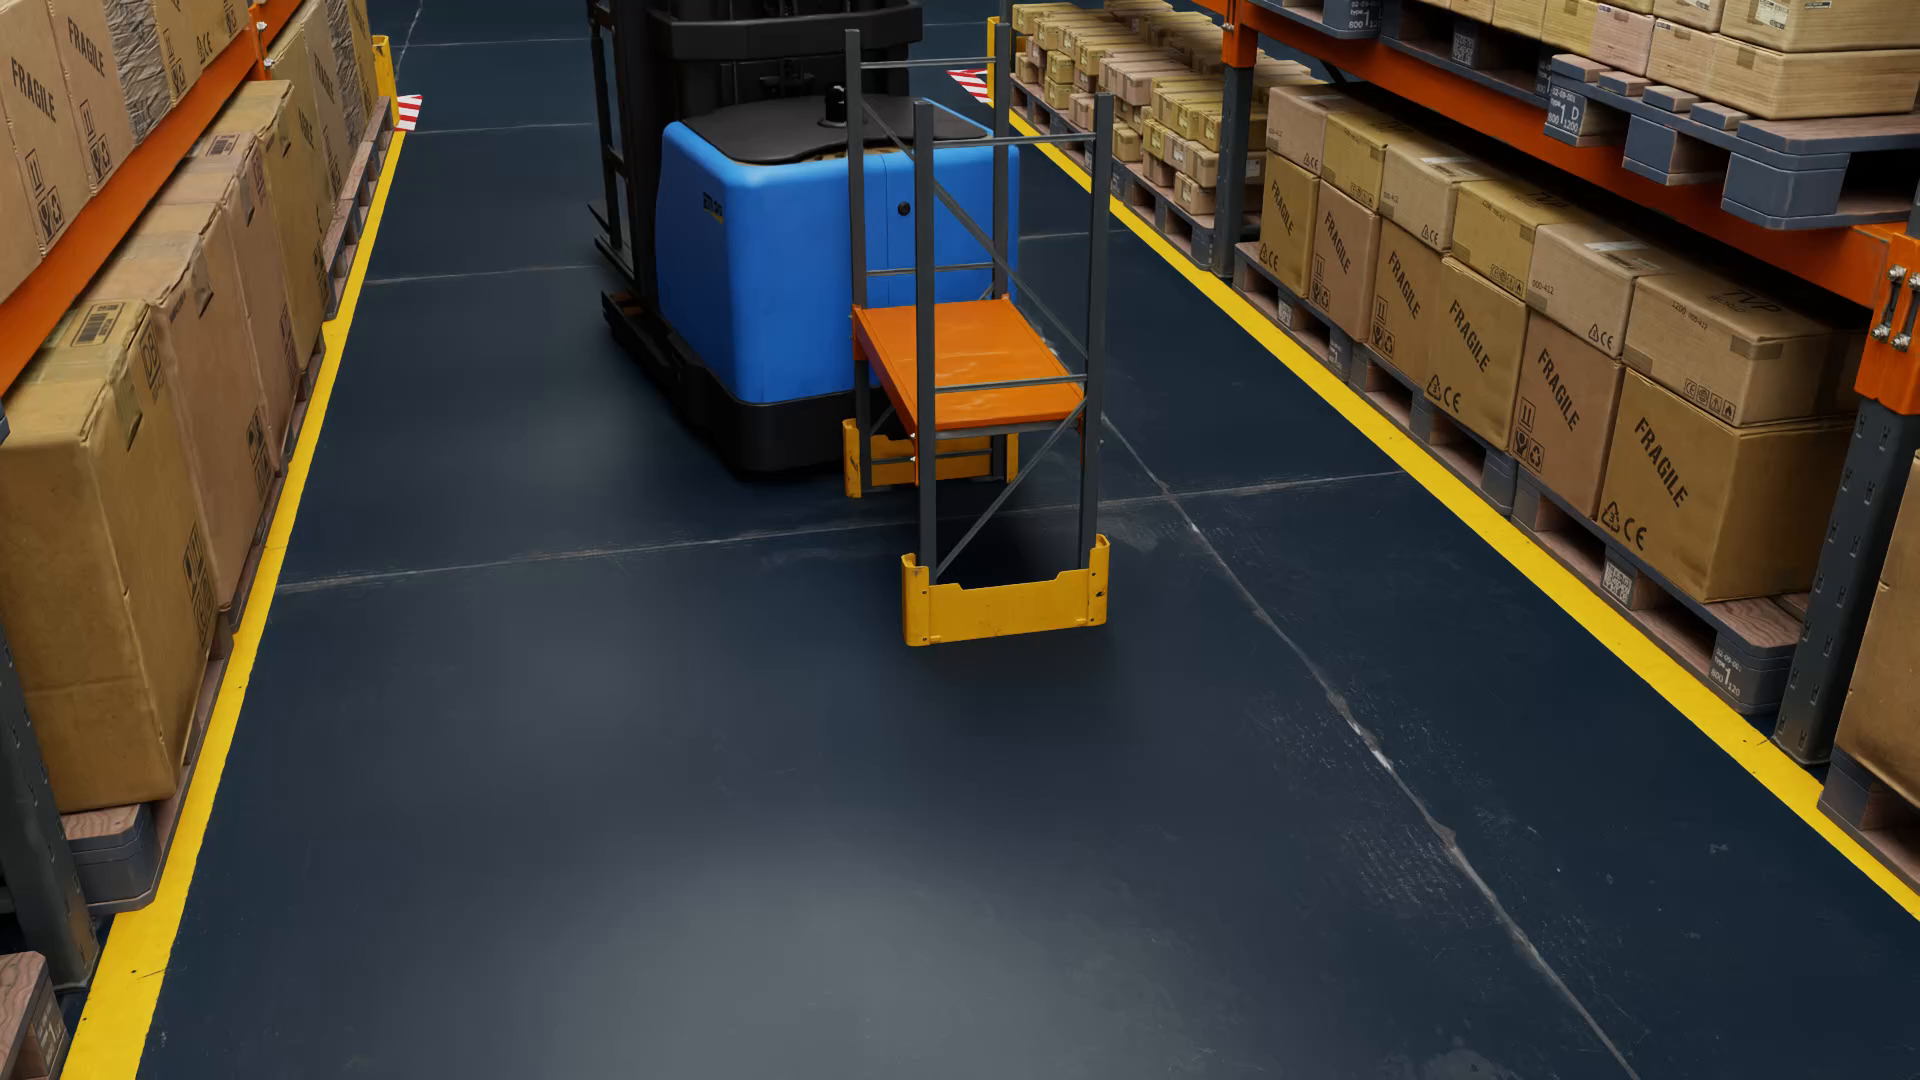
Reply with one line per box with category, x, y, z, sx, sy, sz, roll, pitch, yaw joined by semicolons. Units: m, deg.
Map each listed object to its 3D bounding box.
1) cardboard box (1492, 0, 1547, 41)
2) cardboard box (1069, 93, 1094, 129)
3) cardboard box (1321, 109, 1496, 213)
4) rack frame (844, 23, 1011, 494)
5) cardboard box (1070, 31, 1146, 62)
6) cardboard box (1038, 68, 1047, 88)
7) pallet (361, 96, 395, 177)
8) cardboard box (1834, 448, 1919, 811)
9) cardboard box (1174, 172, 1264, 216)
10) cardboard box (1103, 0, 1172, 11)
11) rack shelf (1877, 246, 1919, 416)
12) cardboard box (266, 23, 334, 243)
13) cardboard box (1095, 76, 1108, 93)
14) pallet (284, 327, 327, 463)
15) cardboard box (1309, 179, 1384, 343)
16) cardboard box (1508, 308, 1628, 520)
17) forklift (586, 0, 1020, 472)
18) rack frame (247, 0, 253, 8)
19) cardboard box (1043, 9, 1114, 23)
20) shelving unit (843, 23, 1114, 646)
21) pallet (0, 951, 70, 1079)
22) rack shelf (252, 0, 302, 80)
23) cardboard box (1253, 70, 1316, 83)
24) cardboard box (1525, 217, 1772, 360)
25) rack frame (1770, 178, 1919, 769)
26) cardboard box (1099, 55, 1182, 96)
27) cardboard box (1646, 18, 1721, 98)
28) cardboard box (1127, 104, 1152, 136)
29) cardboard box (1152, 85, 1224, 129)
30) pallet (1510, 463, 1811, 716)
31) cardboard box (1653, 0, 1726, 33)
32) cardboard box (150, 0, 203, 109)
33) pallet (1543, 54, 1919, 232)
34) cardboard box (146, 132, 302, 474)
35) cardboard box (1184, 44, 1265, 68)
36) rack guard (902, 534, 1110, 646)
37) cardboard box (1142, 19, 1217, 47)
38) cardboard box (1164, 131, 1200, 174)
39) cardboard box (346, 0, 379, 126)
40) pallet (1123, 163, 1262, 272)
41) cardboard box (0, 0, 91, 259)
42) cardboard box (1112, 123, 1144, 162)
cardboard box;1.776;-1.544;4.793;0.380;0.149;0.250;-7;28;-14
cardboard box;0.840;-2.454;9.482;0.380;0.149;0.250;-7;28;-14
cardboard box;1.693;-1.427;6.223;0.500;0.250;0.500;-5;27;-10
rack frame;-0.095;-0.855;5.280;0.500;1.500;0.032;-6;27;-12
cardboard box;0.848;-2.821;9.548;0.380;0.149;0.250;-5;27;-10
cardboard box;0.705;-2.907;10.378;0.380;0.149;0.250;-6;27;-12
pallet;-3.839;-2.314;9.600;1.003;0.211;1.213;-6;27;-12
cardboard box;2.612;0.244;3.468;1.050;0.750;0.750;-6;27;-12
cardboard box;1.241;-1.657;7.902;0.380;0.149;0.250;-6;27;-11
cardboard box;1.126;-3.335;10.565;0.380;0.149;0.250;-6;27;-11
rack shelf;3.013;0.350;2.026;1.077;0.370;4.000;-6;27;-12
cardboard box;-3.265;-1.683;7.146;0.875;0.875;0.875;-6;27;-12
cardboard box;0.982;-2.583;9.406;0.380;0.149;0.250;-5;27;-9
pallet;-2.947;-0.570;6.145;1.003;0.211;1.213;-6;27;-12
cardboard box;1.690;-1.093;6.395;0.500;0.500;0.500;-5;27;-9
cardboard box;2.046;-0.411;5.044;0.500;0.500;0.500;-5;27;-10
forklift;-0.852;-2.174;6.305;1.130;2.935;3.031;-11;29;-22
rack frame;-3.194;-2.146;6.172;1.000;3.000;0.127;-6;27;-12
cardboard box;0.726;-3.168;10.235;0.380;0.149;0.250;-5;27;-11
shelving unit;0.017;-0.636;4.846;0.587;1.500;1.083;-6;27;-12
pallet;-2.118;1.198;2.641;1.003;0.211;1.213;-6;27;-12
rack shelf;-3.645;-2.703;8.074;1.077;0.370;4.000;-6;27;-12
cardboard box;1.595;-2.303;8.521;0.380;0.149;0.250;-7;28;-13
cardboard box;2.029;-0.750;4.882;0.500;0.250;0.500;-6;27;-11
rack frame;2.563;-0.849;3.603;1.000;3.000;0.127;-6;27;-12
cardboard box;0.962;-2.480;8.873;0.380;0.149;0.250;-7;28;-13
cardboard box;1.949;-1.203;4.118;0.380;0.149;0.250;-6;27;-12
cardboard box;1.092;-2.222;8.691;0.380;0.149;0.250;-5;27;-10
cardboard box;1.168;-2.132;8.182;0.380;0.149;0.250;-6;27;-12
pallet;2.388;0.053;4.911;1.003;0.211;1.213;-6;27;-12
cardboard box;1.946;-1.345;4.068;0.380;0.149;0.250;-5;27;-10
cardboard box;-2.593;-1.566;4.913;0.500;0.500;0.500;-6;27;-12
pallet;2.298;-1.065;4.245;1.213;0.211;1.003;-6;27;-12
cardboard box;-2.828;-0.714;5.227;1.225;0.875;0.875;-7;28;-13
cardboard box;1.458;-2.646;9.202;0.380;0.149;0.250;-6;27;-11
rack guard;0.129;0.141;4.694;0.587;0.250;0.087;-6;27;-12
cardboard box;1.305;-2.998;9.898;0.380;0.149;0.250;-7;28;-14
cardboard box;1.207;-1.876;8.006;0.380;0.149;0.250;-7;28;-14
cardboard box;-3.873;-2.868;9.495;0.875;0.875;0.875;-6;27;-12
pallet;1.475;-1.651;8.288;1.003;0.211;1.213;-6;27;-12
cardboard box;-2.255;-0.902;3.596;0.500;0.500;0.500;-7;28;-13
cardboard box;1.007;-2.112;8.803;0.380;0.149;0.250;-6;27;-12
